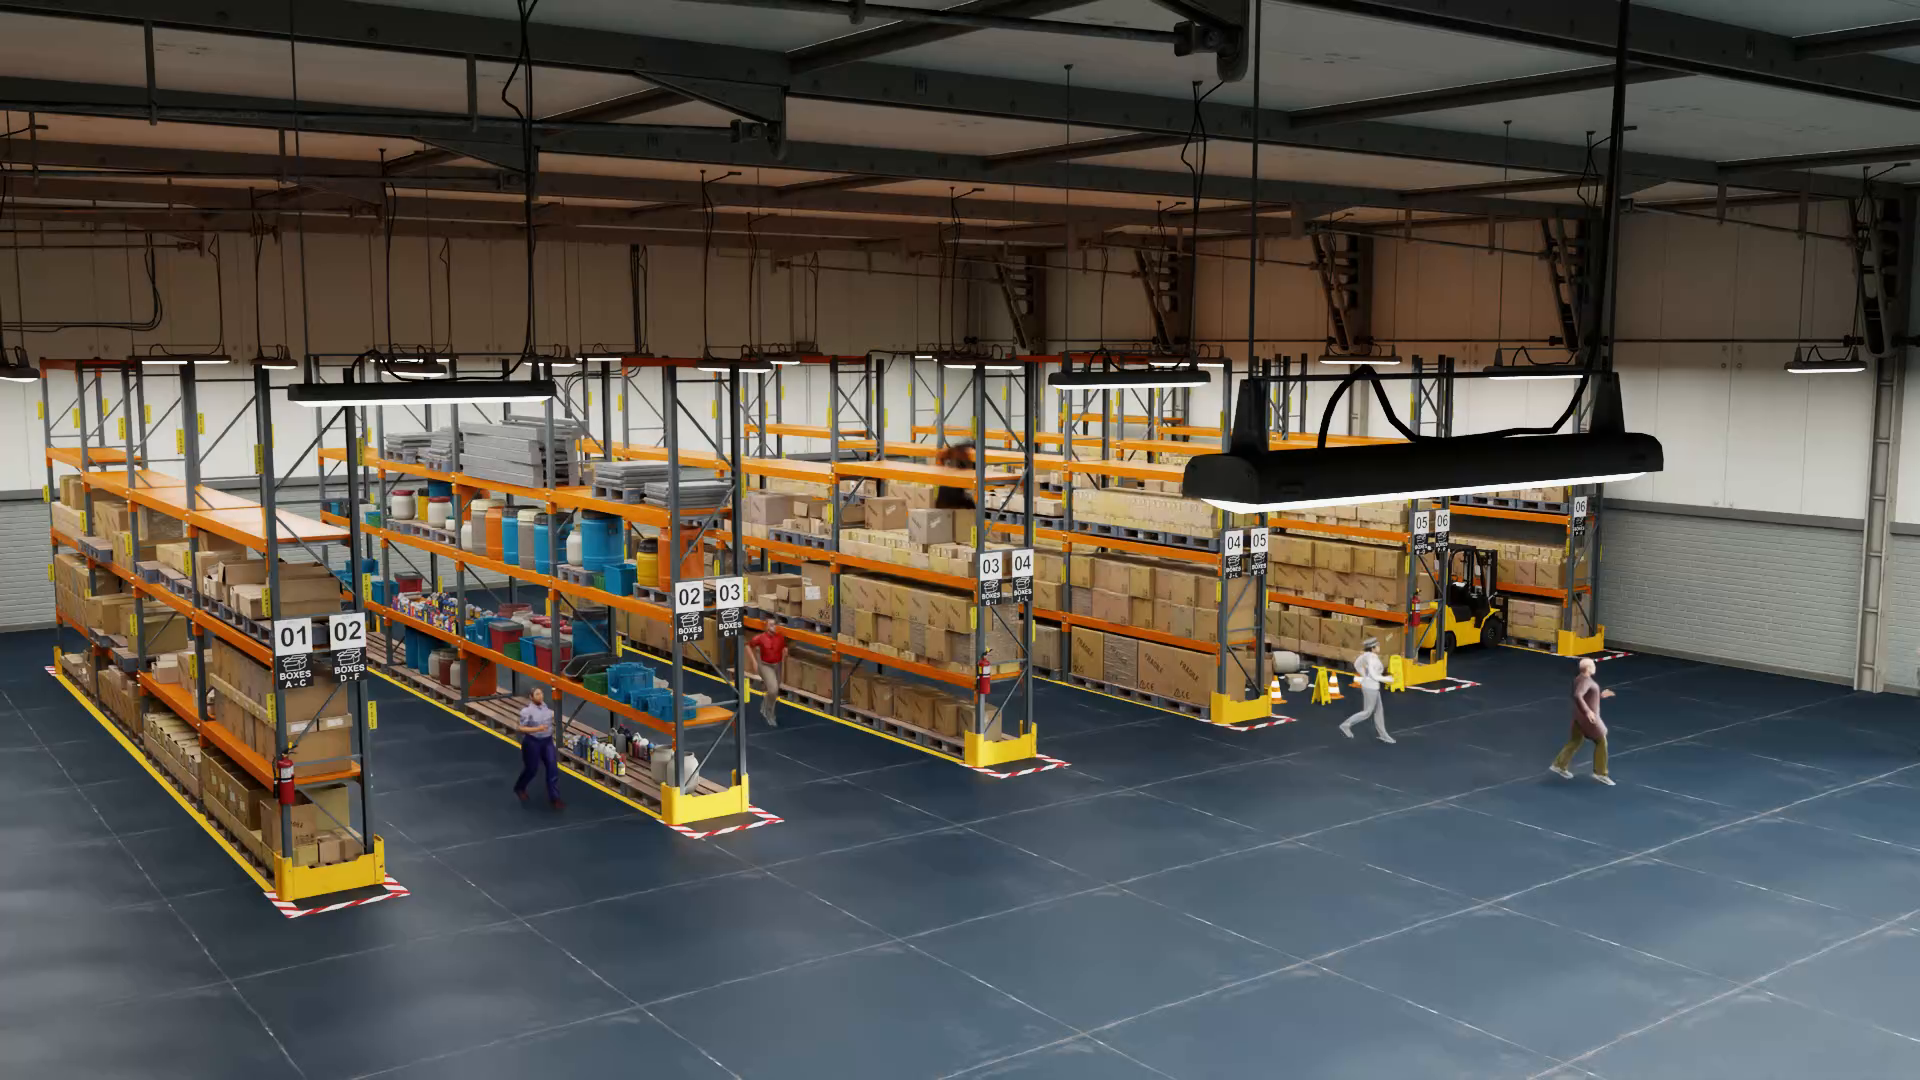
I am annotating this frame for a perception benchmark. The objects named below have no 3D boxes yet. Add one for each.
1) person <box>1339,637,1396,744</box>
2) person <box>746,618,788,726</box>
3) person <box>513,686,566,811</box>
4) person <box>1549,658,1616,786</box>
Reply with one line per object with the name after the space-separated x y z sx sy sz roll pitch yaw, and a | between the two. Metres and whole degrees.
6.424 2.358 26.125 0.908 1.713 0.633 1 7 6 | person
-3.123 2.189 27.536 0.754 1.798 0.631 7 10 44 | person
-5.730 2.807 22.540 0.886 1.658 0.602 5 9 38 | person
8.907 2.594 23.726 0.908 1.833 0.678 0 7 -3 | person
